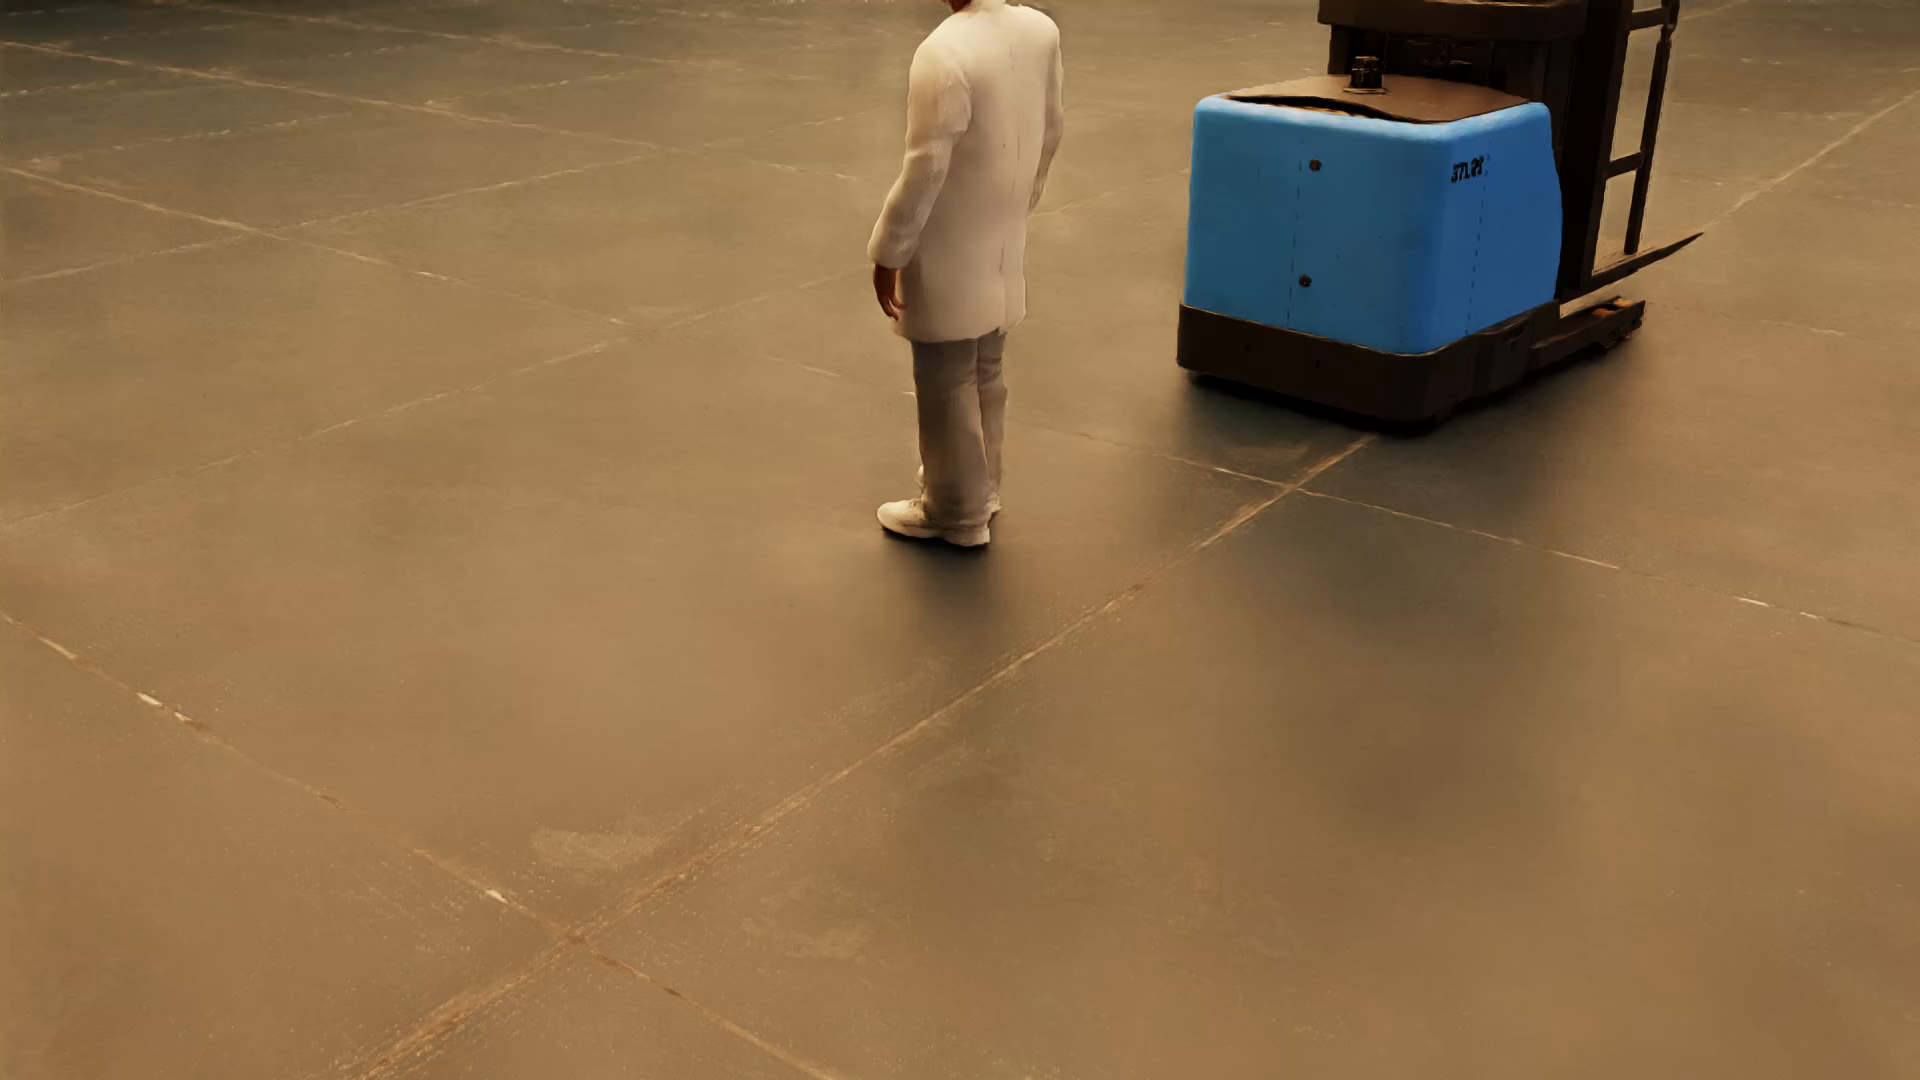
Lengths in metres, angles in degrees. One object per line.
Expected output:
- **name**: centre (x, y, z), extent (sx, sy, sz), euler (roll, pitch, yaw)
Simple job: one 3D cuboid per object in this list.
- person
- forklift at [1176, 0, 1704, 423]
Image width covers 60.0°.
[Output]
- **person**: centre (-0.069, -0.846, 4.711), extent (0.579, 1.776, 0.694), euler (17, 29, 34)
- **forklift**: centre (2.212, -2.252, 6.524), extent (1.130, 2.935, 3.031), euler (21, 31, 39)
